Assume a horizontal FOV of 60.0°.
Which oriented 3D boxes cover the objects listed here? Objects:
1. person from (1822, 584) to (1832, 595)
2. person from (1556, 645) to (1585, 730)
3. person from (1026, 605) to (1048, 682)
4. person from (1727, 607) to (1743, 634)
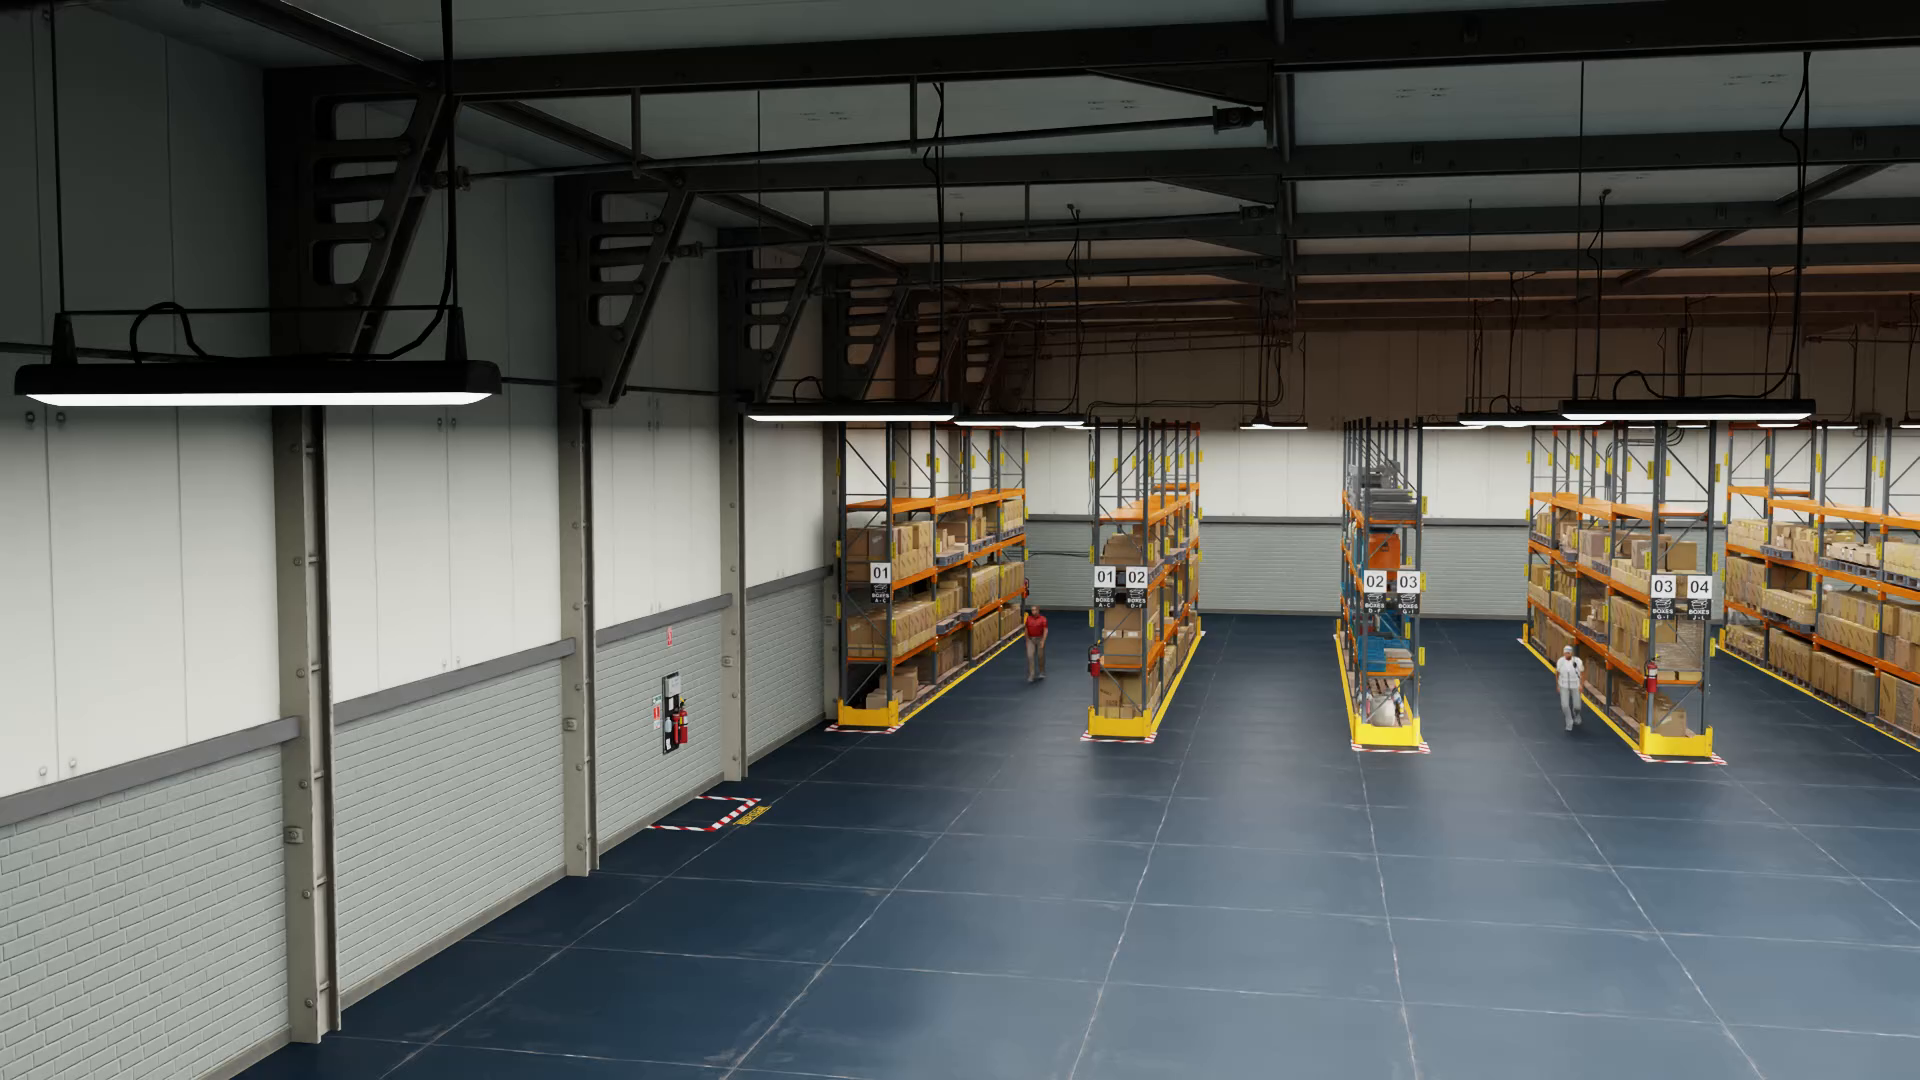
[{"bbox_3d":[22.403,2.039,42.954,0.574,1.785,0.431,-1,4,-17],"label":"person"},{"bbox_3d":[11.797,2.830,32.130,0.537,1.634,0.681,2,4,26],"label":"person"},{"bbox_3d":[1.754,2.390,38.440,0.559,1.771,0.744,1,4,16],"label":"person"},{"bbox_3d":[21.060,1.964,45.123,0.682,1.658,0.533,2,4,32],"label":"person"}]
